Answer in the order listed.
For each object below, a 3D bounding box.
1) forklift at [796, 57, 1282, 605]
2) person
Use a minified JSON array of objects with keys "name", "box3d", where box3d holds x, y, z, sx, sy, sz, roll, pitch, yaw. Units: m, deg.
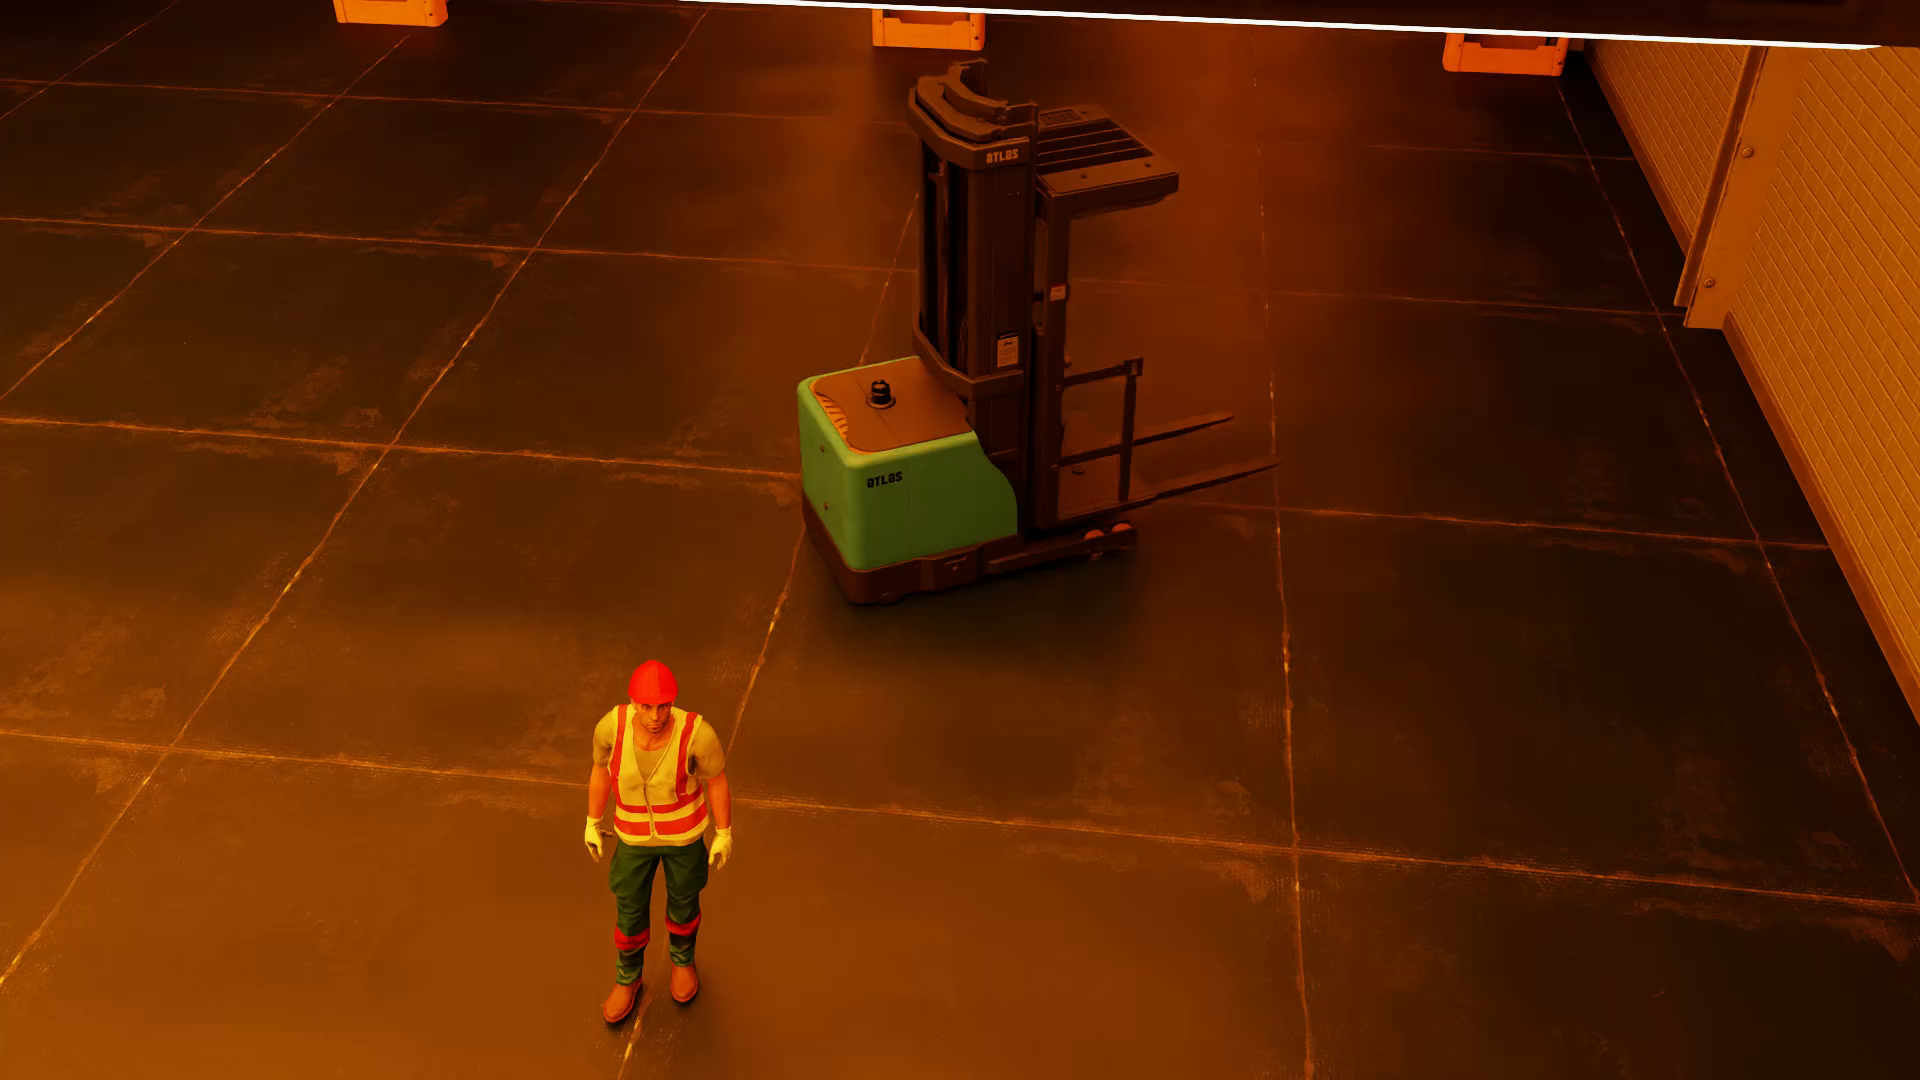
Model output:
[{"name":"forklift","box3d":[0.570,-1.352,9.864,3.031,2.935,1.130,-14,39,-18]},{"name":"person","box3d":[-1.313,1.313,7.199,0.637,1.787,0.564,0,36,1]}]
